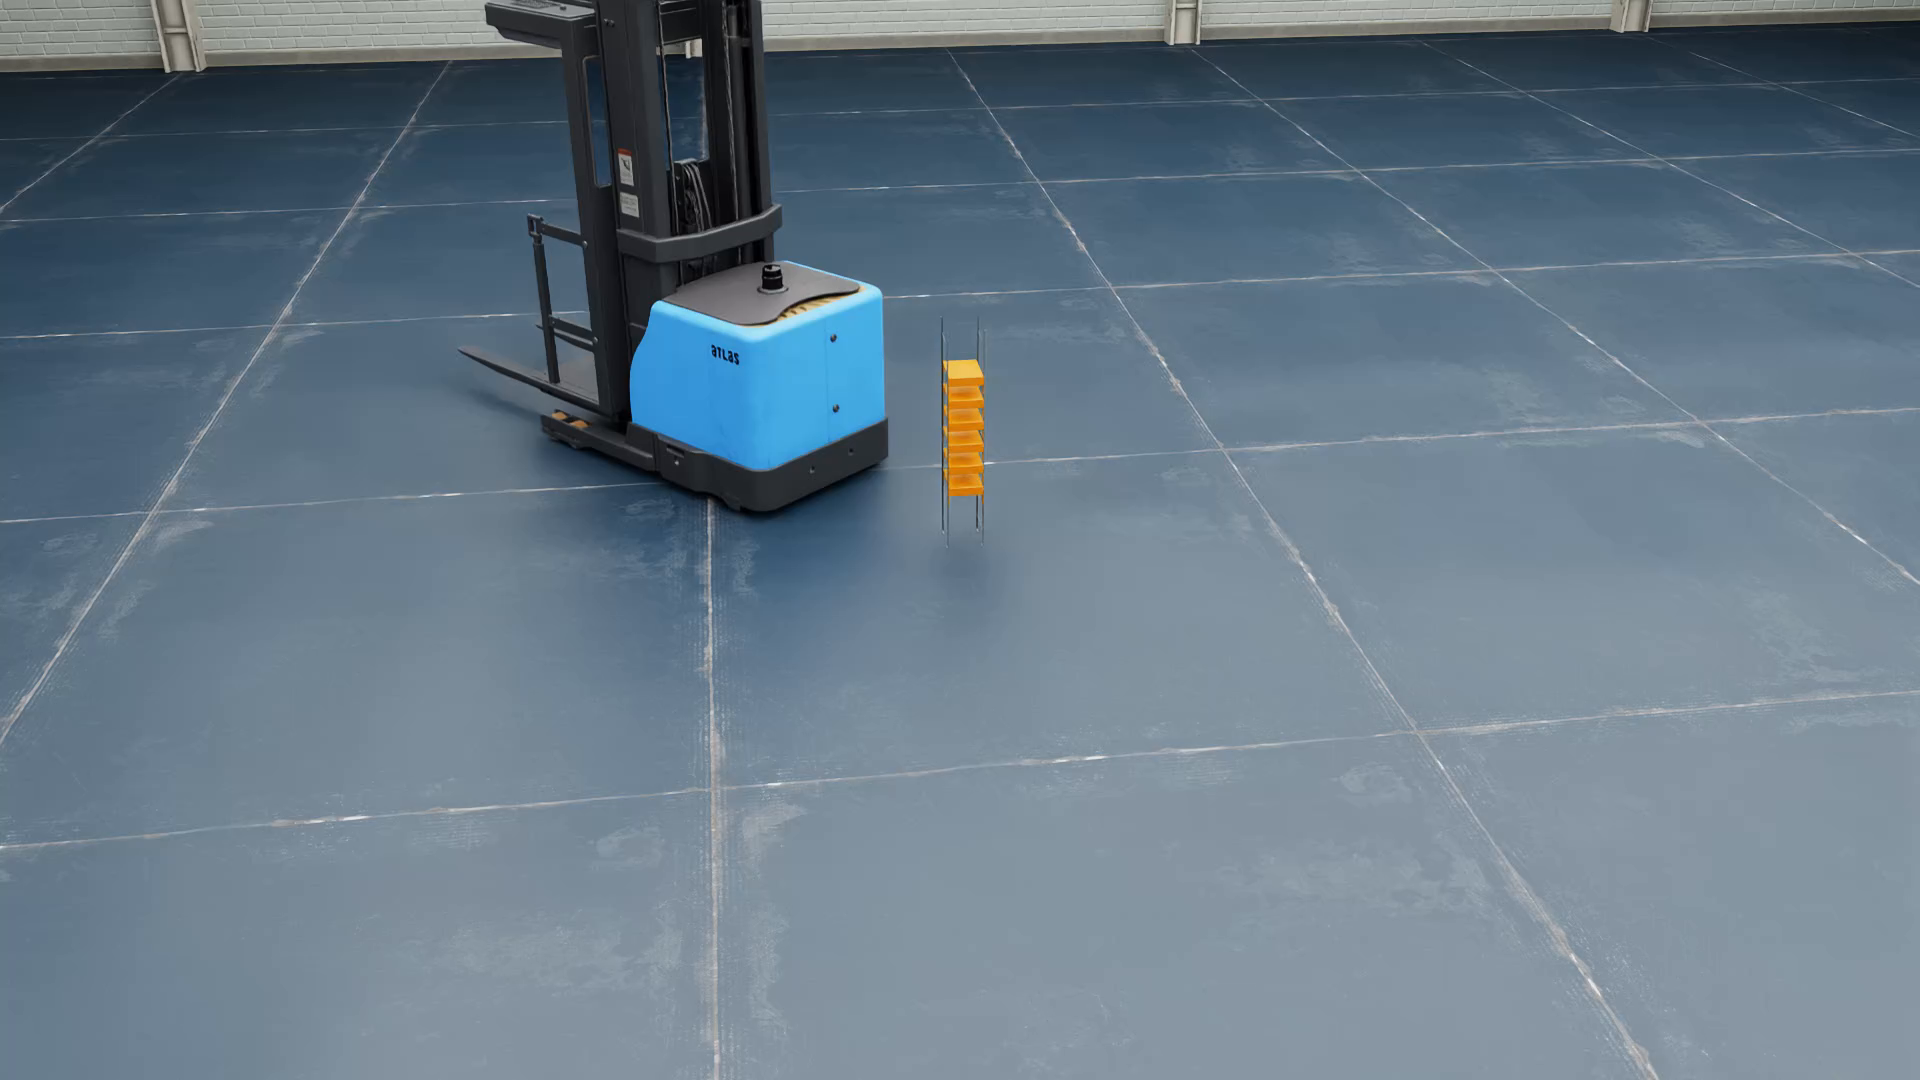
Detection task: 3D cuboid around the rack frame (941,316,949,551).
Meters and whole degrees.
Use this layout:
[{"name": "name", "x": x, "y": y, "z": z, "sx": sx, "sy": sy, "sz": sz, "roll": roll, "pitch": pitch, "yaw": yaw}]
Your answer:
[{"name": "rack frame", "x": -0.076, "y": -0.529, "z": 8.467, "sx": 0.006, "sy": 1.200, "sz": 0.240, "roll": -4, "pitch": 27, "yaw": -7}]

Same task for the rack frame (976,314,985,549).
[{"name": "rack frame", "x": 0.105, "y": -0.541, "z": 8.489, "sx": 0.006, "sy": 1.200, "sz": 0.240, "roll": -4, "pitch": 27, "yaw": -7}]

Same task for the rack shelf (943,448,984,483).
[{"name": "rack shelf", "x": 0.014, "y": -0.388, "z": 8.553, "sx": 0.180, "sy": 0.103, "sz": 0.258, "roll": -4, "pitch": 27, "yaw": -7}]

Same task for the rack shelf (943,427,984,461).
[{"name": "rack shelf", "x": 0.014, "y": -0.495, "z": 8.498, "sx": 0.180, "sy": 0.103, "sz": 0.258, "roll": -4, "pitch": 27, "yaw": -7}]

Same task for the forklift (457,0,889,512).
[{"name": "forklift", "x": -1.857, "y": -2.002, "z": 9.441, "sx": 3.031, "sy": 2.935, "sz": 1.130, "roll": 21, "pitch": 34, "yaw": 35}]

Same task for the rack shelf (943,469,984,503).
[{"name": "rack shelf", "x": 0.014, "y": -0.282, "z": 8.608, "sx": 0.180, "sy": 0.103, "sz": 0.258, "roll": -4, "pitch": 27, "yaw": -7}]

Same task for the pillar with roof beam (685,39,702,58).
[{"name": "pillar with roof beam", "x": -2.541, "y": -7.966, "z": 14.418, "sx": 0.400, "sy": 9.000, "sz": 9.100, "roll": -4, "pitch": 27, "yaw": -7}]

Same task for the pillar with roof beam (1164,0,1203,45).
[{"name": "pillar with roof beam", "x": 3.401, "y": -8.348, "z": 15.161, "sx": 0.400, "sy": 9.000, "sz": 9.100, "roll": -4, "pitch": 27, "yaw": -7}]

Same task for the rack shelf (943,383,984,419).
[{"name": "rack shelf", "x": 0.014, "y": -0.709, "z": 8.389, "sx": 0.180, "sy": 0.103, "sz": 0.258, "roll": -4, "pitch": 27, "yaw": -7}]

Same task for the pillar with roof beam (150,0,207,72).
[{"name": "pillar with roof beam", "x": -8.482, "y": -7.584, "z": 13.674, "sx": 0.400, "sy": 9.000, "sz": 9.100, "roll": -4, "pitch": 27, "yaw": -7}]

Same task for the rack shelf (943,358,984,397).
[{"name": "rack shelf", "x": 0.014, "y": -0.816, "z": 8.334, "sx": 0.180, "sy": 0.103, "sz": 0.258, "roll": -4, "pitch": 27, "yaw": -7}]

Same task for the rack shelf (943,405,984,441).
[{"name": "rack shelf", "x": 0.014, "y": -0.602, "z": 8.443, "sx": 0.180, "sy": 0.103, "sz": 0.258, "roll": -4, "pitch": 27, "yaw": -7}]

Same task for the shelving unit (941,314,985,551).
[{"name": "shelving unit", "x": 0.014, "y": -0.535, "z": 8.478, "sx": 0.189, "sy": 1.200, "sz": 0.258, "roll": -4, "pitch": 27, "yaw": -7}]

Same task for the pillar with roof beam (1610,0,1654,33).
[{"name": "pillar with roof beam", "x": 9.342, "y": -8.729, "z": 15.905, "sx": 0.400, "sy": 9.000, "sz": 9.100, "roll": -4, "pitch": 27, "yaw": -7}]
